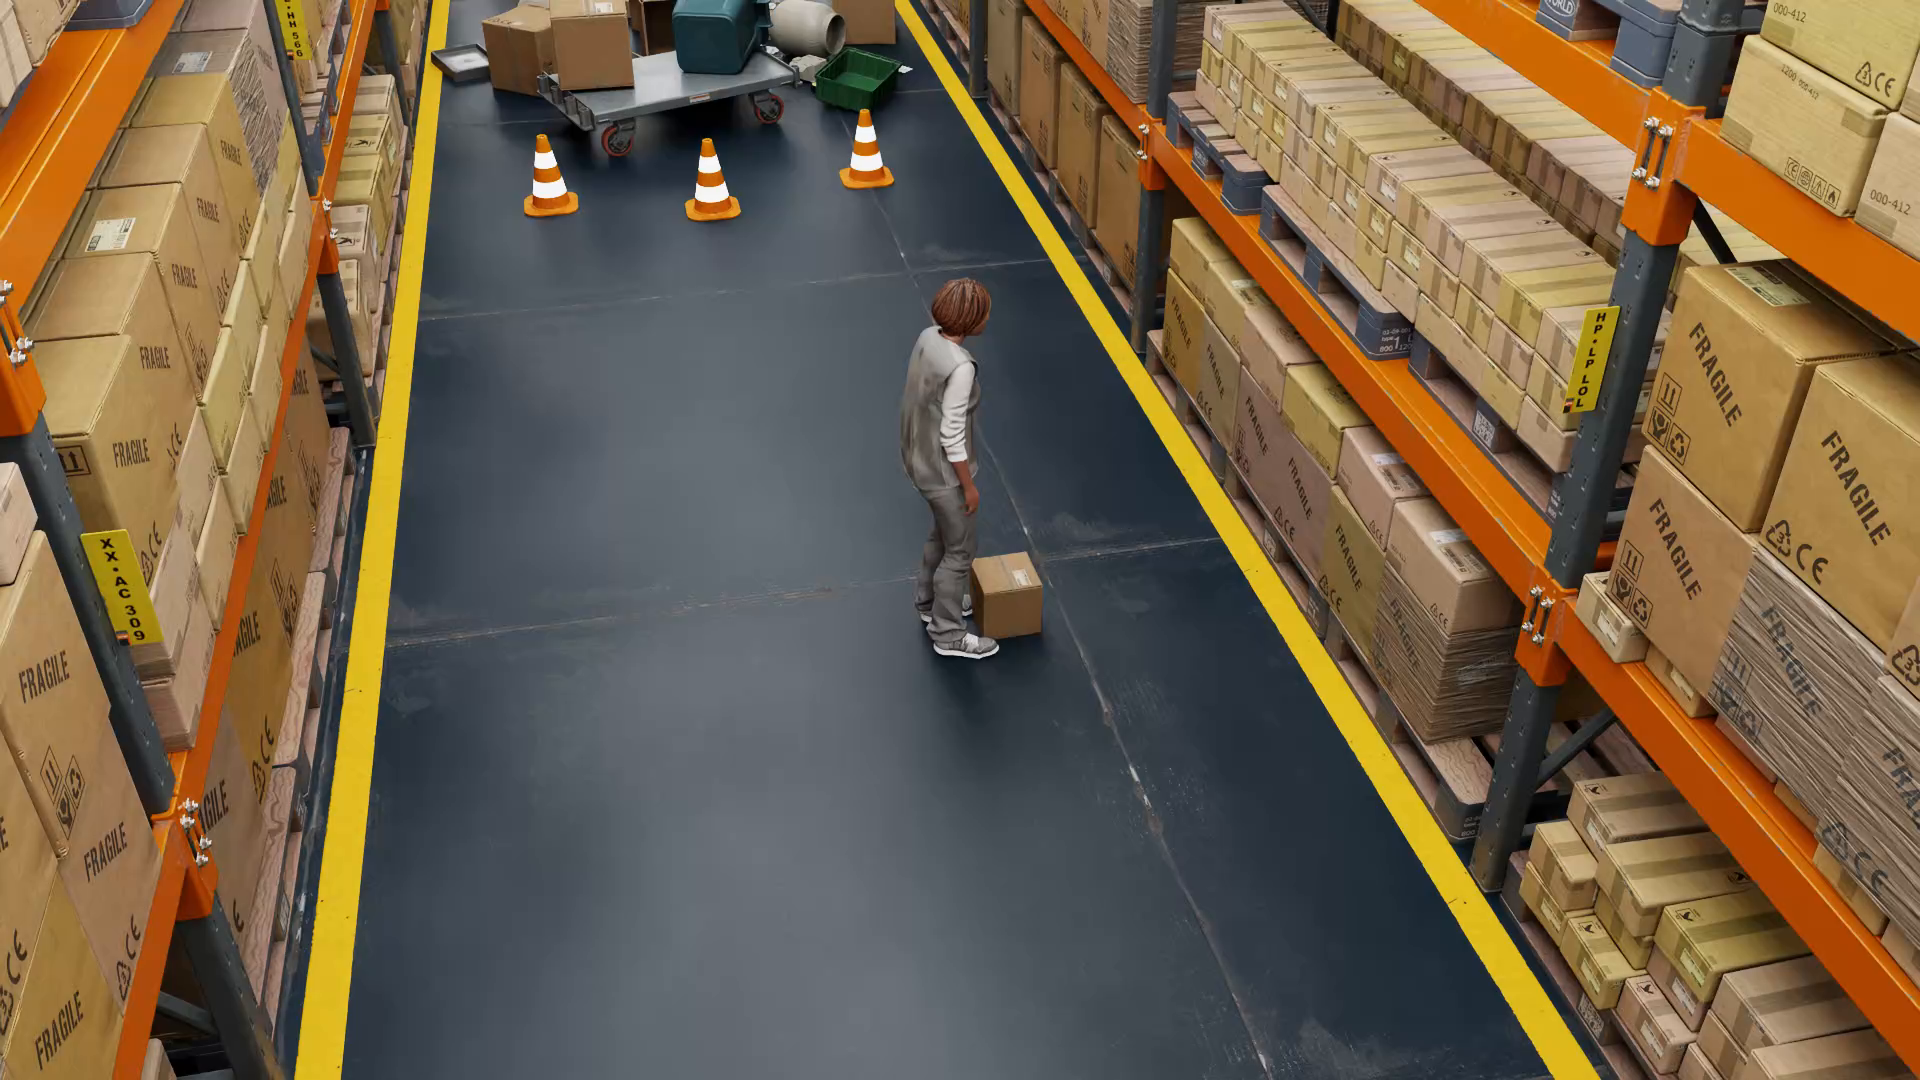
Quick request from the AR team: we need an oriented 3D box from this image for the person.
[{"bbox_3d":[-0.047,-0.281,6.558,0.347,1.592,0.484,-9,36,-13],"label":"person"}]
